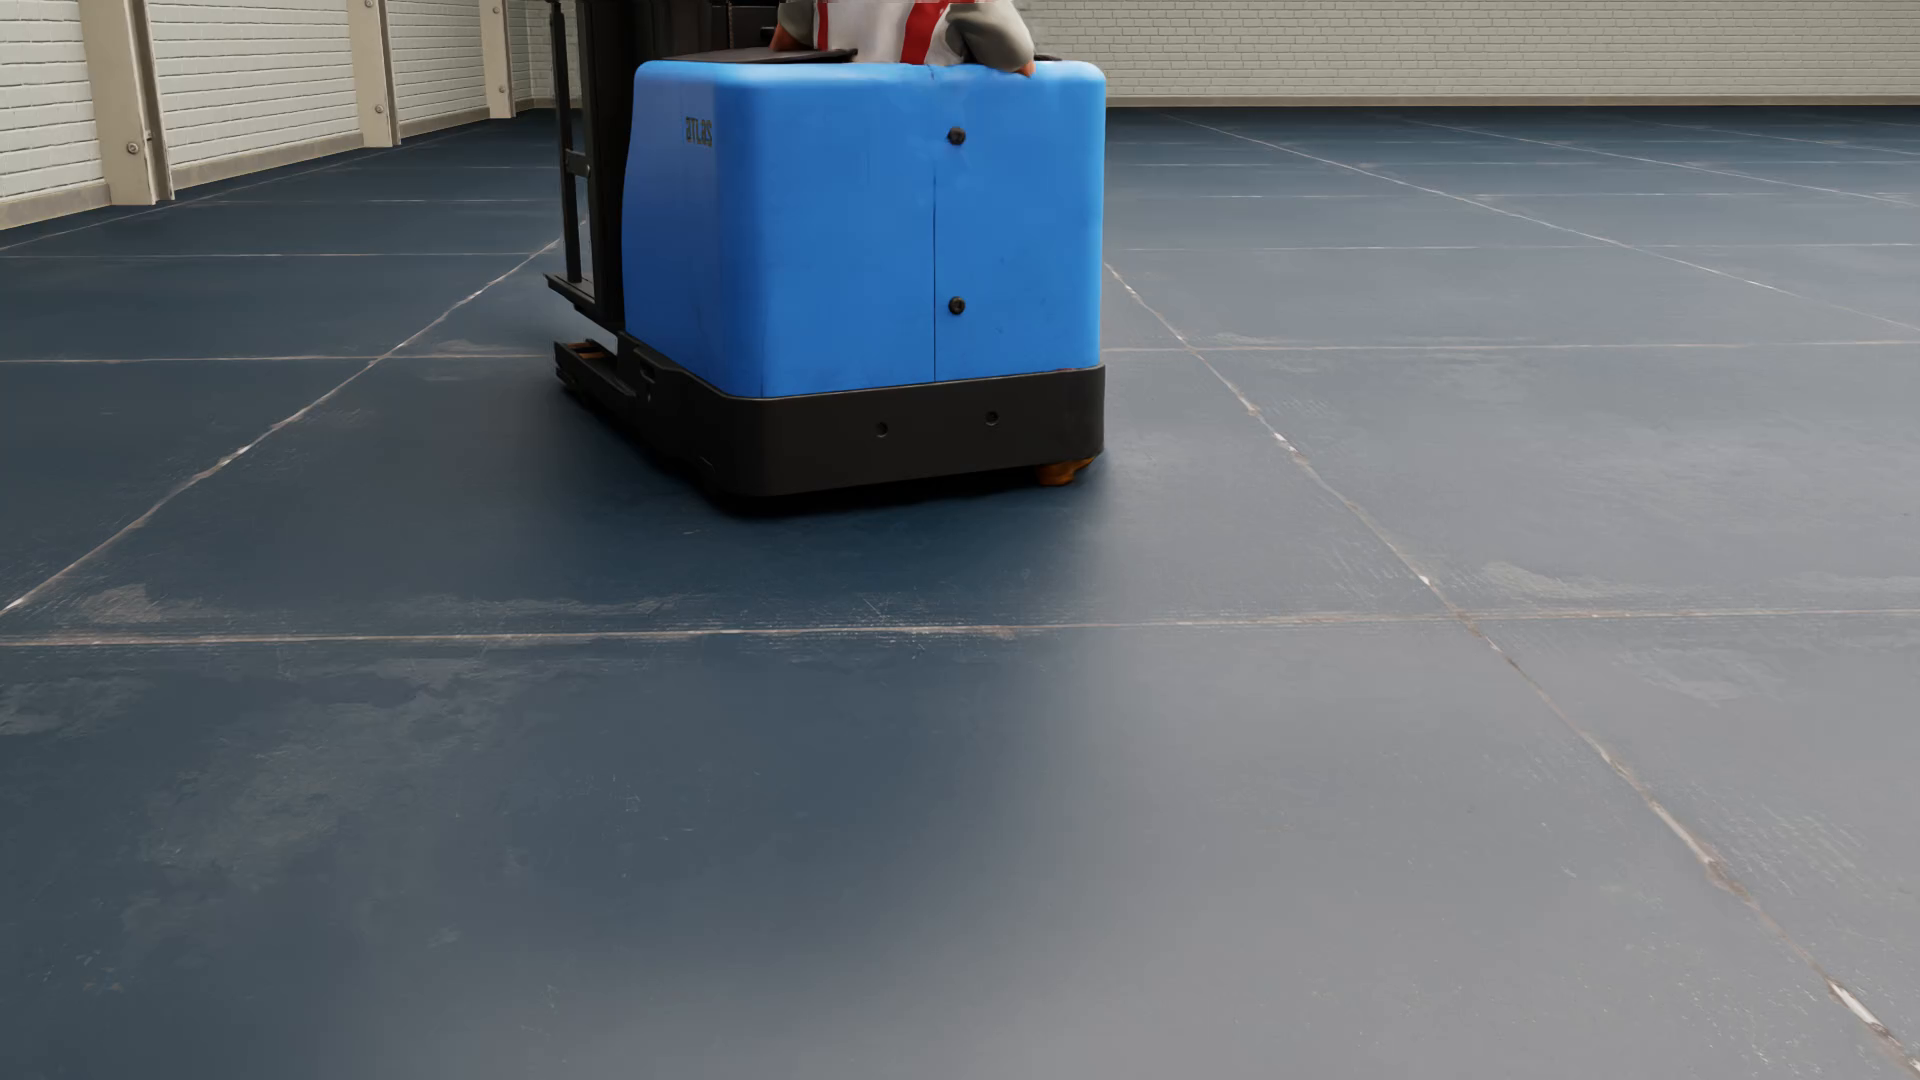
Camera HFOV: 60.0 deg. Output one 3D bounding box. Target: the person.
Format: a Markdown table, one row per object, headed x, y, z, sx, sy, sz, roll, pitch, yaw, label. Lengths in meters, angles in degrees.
| x | y | z | sx | sy | sz | roll | pitch | yaw | label |
| --- | --- | --- | --- | --- | --- | --- | --- | --- | --- |
| -0.087 | -0.980 | 4.310 | 0.824 | 1.660 | 0.665 | 9 | 19 | 27 | person |

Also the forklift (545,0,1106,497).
| x | y | z | sx | sy | sz | roll | pitch | yaw | label |
| --- | --- | --- | --- | --- | --- | --- | --- | --- | --- |
| -0.701 | -1.893 | 5.094 | 1.130 | 2.935 | 3.031 | -8 | 19 | -24 | forklift |
